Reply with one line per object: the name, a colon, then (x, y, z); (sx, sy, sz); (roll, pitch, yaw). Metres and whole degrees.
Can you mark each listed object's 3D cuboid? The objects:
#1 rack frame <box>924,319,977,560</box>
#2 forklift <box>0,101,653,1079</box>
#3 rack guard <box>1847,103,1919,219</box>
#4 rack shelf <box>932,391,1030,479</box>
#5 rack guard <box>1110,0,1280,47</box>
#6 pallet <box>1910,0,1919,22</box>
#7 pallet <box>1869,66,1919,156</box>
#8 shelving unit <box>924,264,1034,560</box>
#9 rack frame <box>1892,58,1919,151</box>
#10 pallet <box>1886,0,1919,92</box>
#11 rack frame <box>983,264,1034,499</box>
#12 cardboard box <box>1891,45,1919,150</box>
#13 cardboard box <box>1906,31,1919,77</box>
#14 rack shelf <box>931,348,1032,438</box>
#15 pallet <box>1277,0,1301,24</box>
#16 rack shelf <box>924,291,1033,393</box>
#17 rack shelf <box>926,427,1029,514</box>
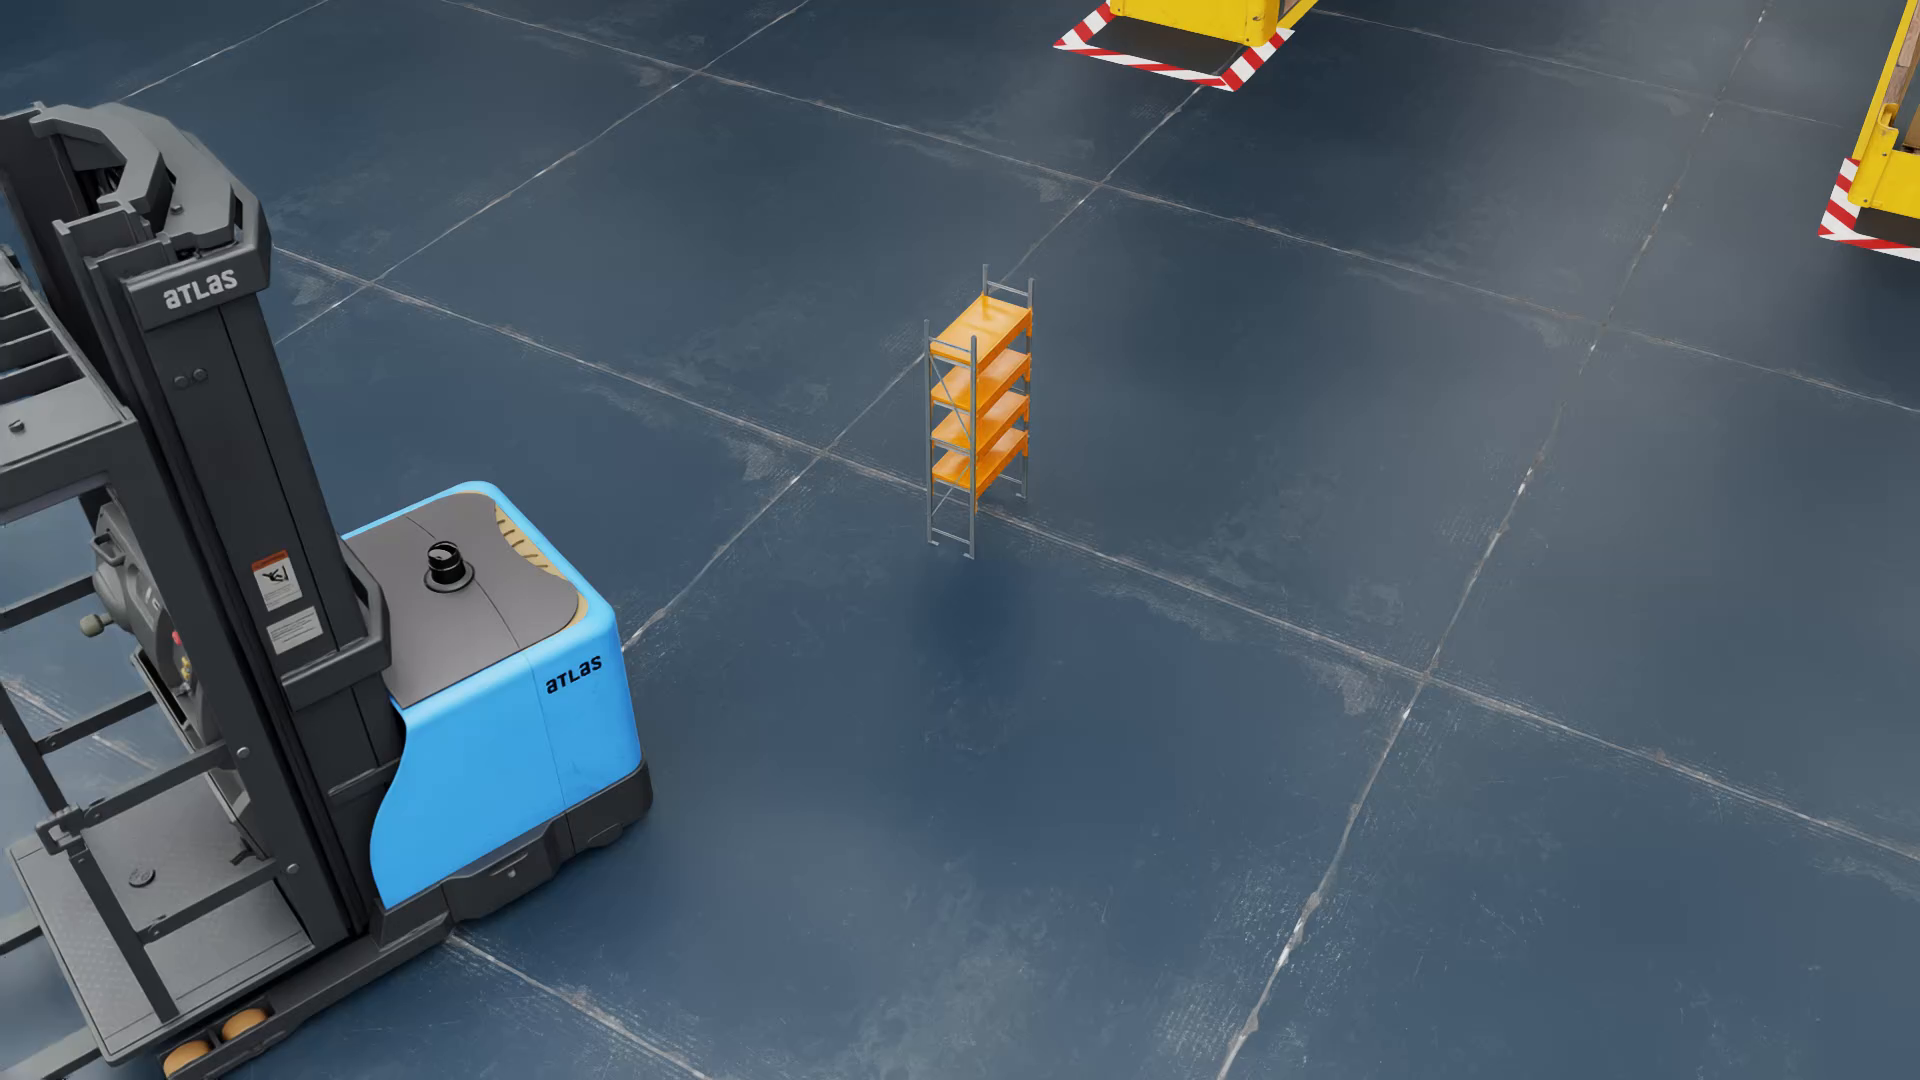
rack frame: (-0.039, -0.405, 7.118); (0.240, 1.200, 0.015); (21, 45, 22)
forklift: (-2.629, 0.322, 4.982); (3.031, 2.935, 1.130); (-28, 49, -28)
rack guard: (5.828, -2.088, 9.558); (1.175, 0.500, 0.348); (21, 45, 22)
rack shelf: (0.083, -0.495, 7.321); (0.258, 0.148, 0.480); (21, 45, 22)
rack guard: (1.634, -3.843, 11.551); (1.175, 0.500, 0.348); (21, 45, 22)
pallet: (7.393, -3.873, 11.804); (1.003, 0.211, 1.213); (21, 45, 22)
pallet: (6.172, -2.477, 10.218); (1.003, 0.211, 1.213); (21, 45, 22)
shelving unit: (0.083, -0.545, 7.277); (0.258, 1.200, 0.503); (21, 45, 22)
rack frame: (5.840, -3.040, 8.748); (1.000, 3.000, 0.127); (21, 45, 22)
pallet: (6.784, -3.172, 11.008); (1.003, 0.211, 1.213); (21, 45, 22)
rack frame: (0.205, -0.685, 7.435); (0.240, 1.200, 0.015); (21, 45, 22)
cardboard box: (6.122, -2.810, 9.776); (0.875, 0.875, 0.875); (21, 46, 22)
cardboard box: (6.561, -3.314, 10.349); (0.875, 0.875, 0.875); (20, 45, 21)
rack shelf: (0.083, -0.662, 7.173); (0.258, 0.148, 0.480); (21, 45, 22)
pallet: (2.072, -4.188, 12.162); (1.003, 0.211, 1.213); (21, 45, 22)
rack shelf: (0.083, -0.840, 7.017); (0.258, 0.148, 0.480); (21, 45, 22)
rack shelf: (0.083, -0.345, 7.452); (0.258, 0.148, 0.480); (21, 45, 22)
